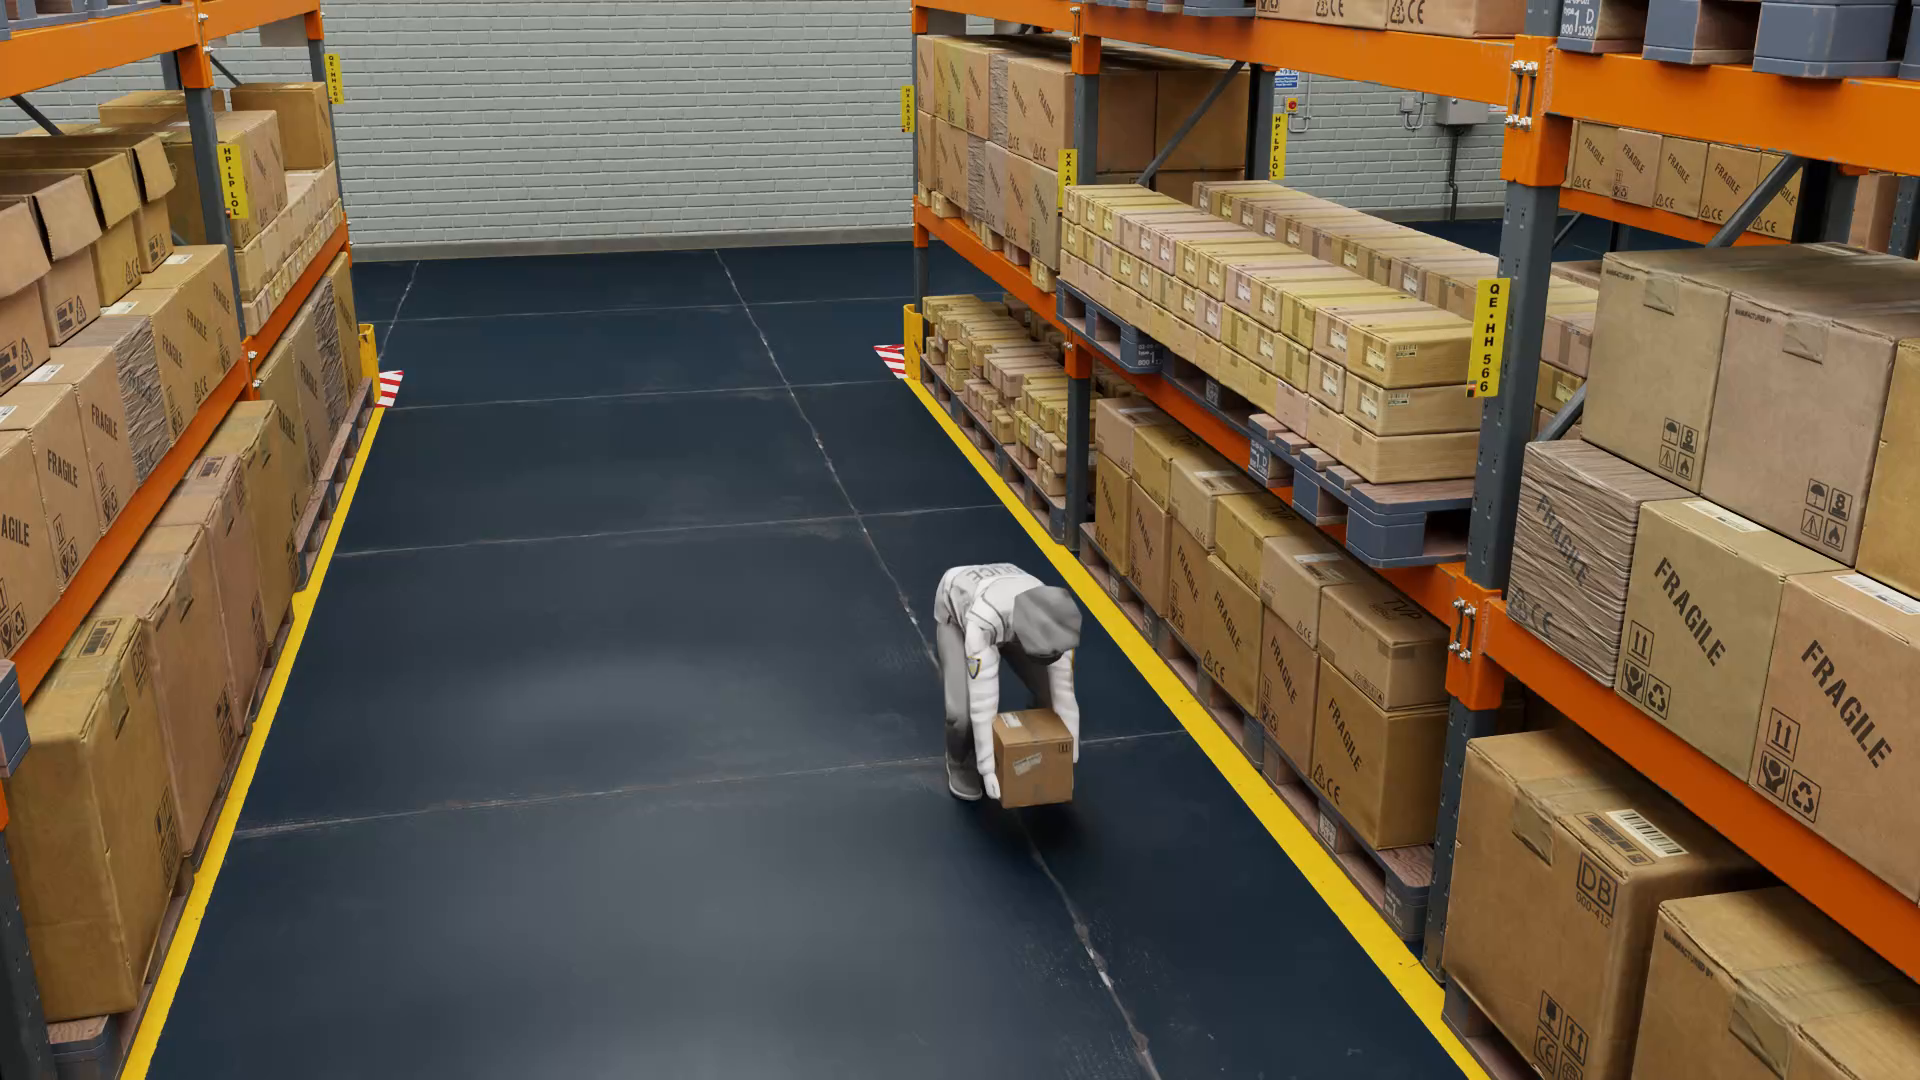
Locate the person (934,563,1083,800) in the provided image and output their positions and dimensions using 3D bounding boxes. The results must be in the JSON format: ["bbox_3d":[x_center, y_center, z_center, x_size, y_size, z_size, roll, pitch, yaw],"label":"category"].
[{"bbox_3d":[0.182,0.528,6.101,0.467,0.991,0.917,-6,21,-16],"label":"person"}]
